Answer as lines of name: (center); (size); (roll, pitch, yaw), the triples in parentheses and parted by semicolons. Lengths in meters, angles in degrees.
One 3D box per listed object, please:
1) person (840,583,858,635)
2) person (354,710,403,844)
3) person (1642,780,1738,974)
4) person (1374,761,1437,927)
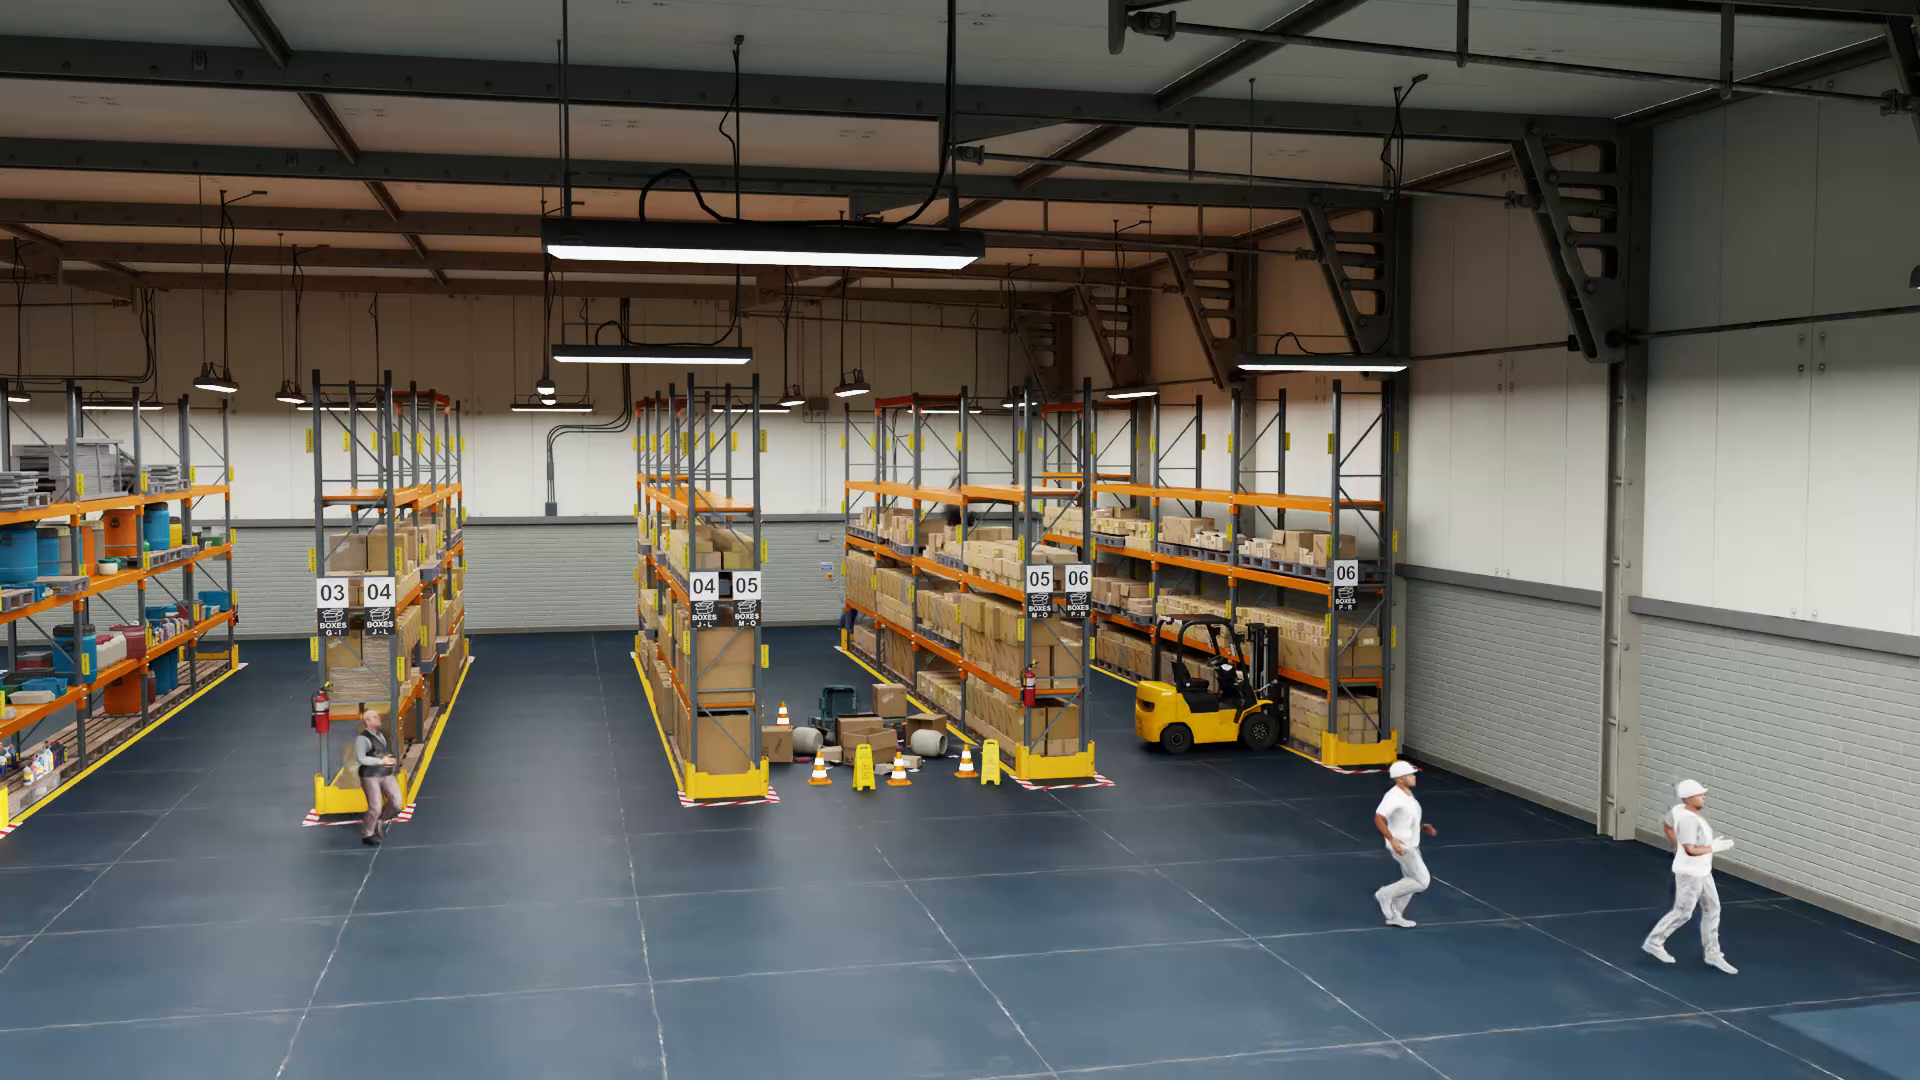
person: (-2.732, 1.808, 41.634); (0.513, 1.606, 0.612); (-1, 3, -18)
person: (-7.251, 2.952, 20.751); (0.615, 1.680, 0.655); (2, 4, 26)
person: (6.935, 3.179, 15.764); (0.824, 1.823, 0.664); (2, 4, 30)
person: (4.612, 3.147, 17.182); (0.576, 1.720, 0.698); (2, 4, 28)
